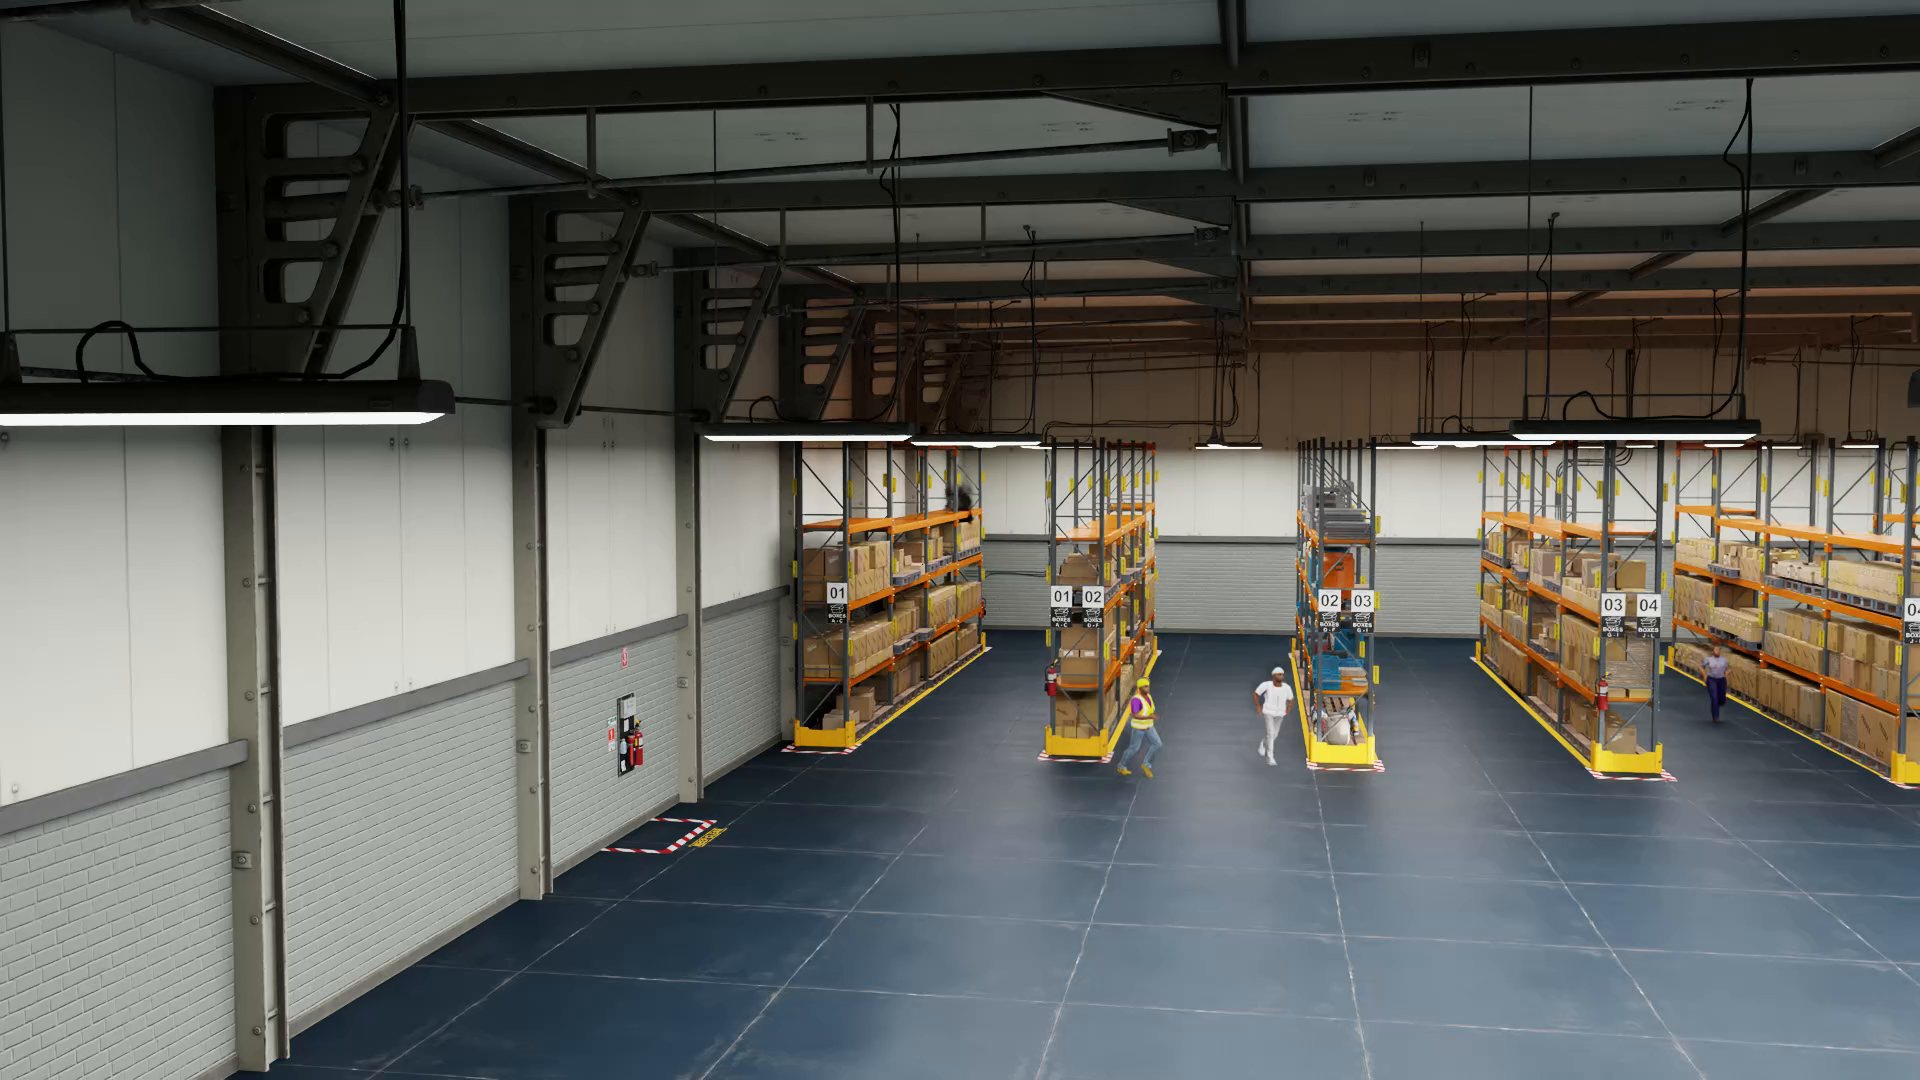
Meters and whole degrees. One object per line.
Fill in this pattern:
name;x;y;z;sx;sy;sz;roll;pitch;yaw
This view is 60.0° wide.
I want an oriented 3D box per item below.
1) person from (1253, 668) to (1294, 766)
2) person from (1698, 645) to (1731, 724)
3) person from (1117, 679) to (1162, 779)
person;5.814;3.230;30.762;0.733;1.754;0.812;-1;3;-12
person;16.039;3.040;35.298;0.619;1.618;0.862;0;3;4
person;3.200;3.298;29.120;0.872;1.773;0.711;3;4;43
